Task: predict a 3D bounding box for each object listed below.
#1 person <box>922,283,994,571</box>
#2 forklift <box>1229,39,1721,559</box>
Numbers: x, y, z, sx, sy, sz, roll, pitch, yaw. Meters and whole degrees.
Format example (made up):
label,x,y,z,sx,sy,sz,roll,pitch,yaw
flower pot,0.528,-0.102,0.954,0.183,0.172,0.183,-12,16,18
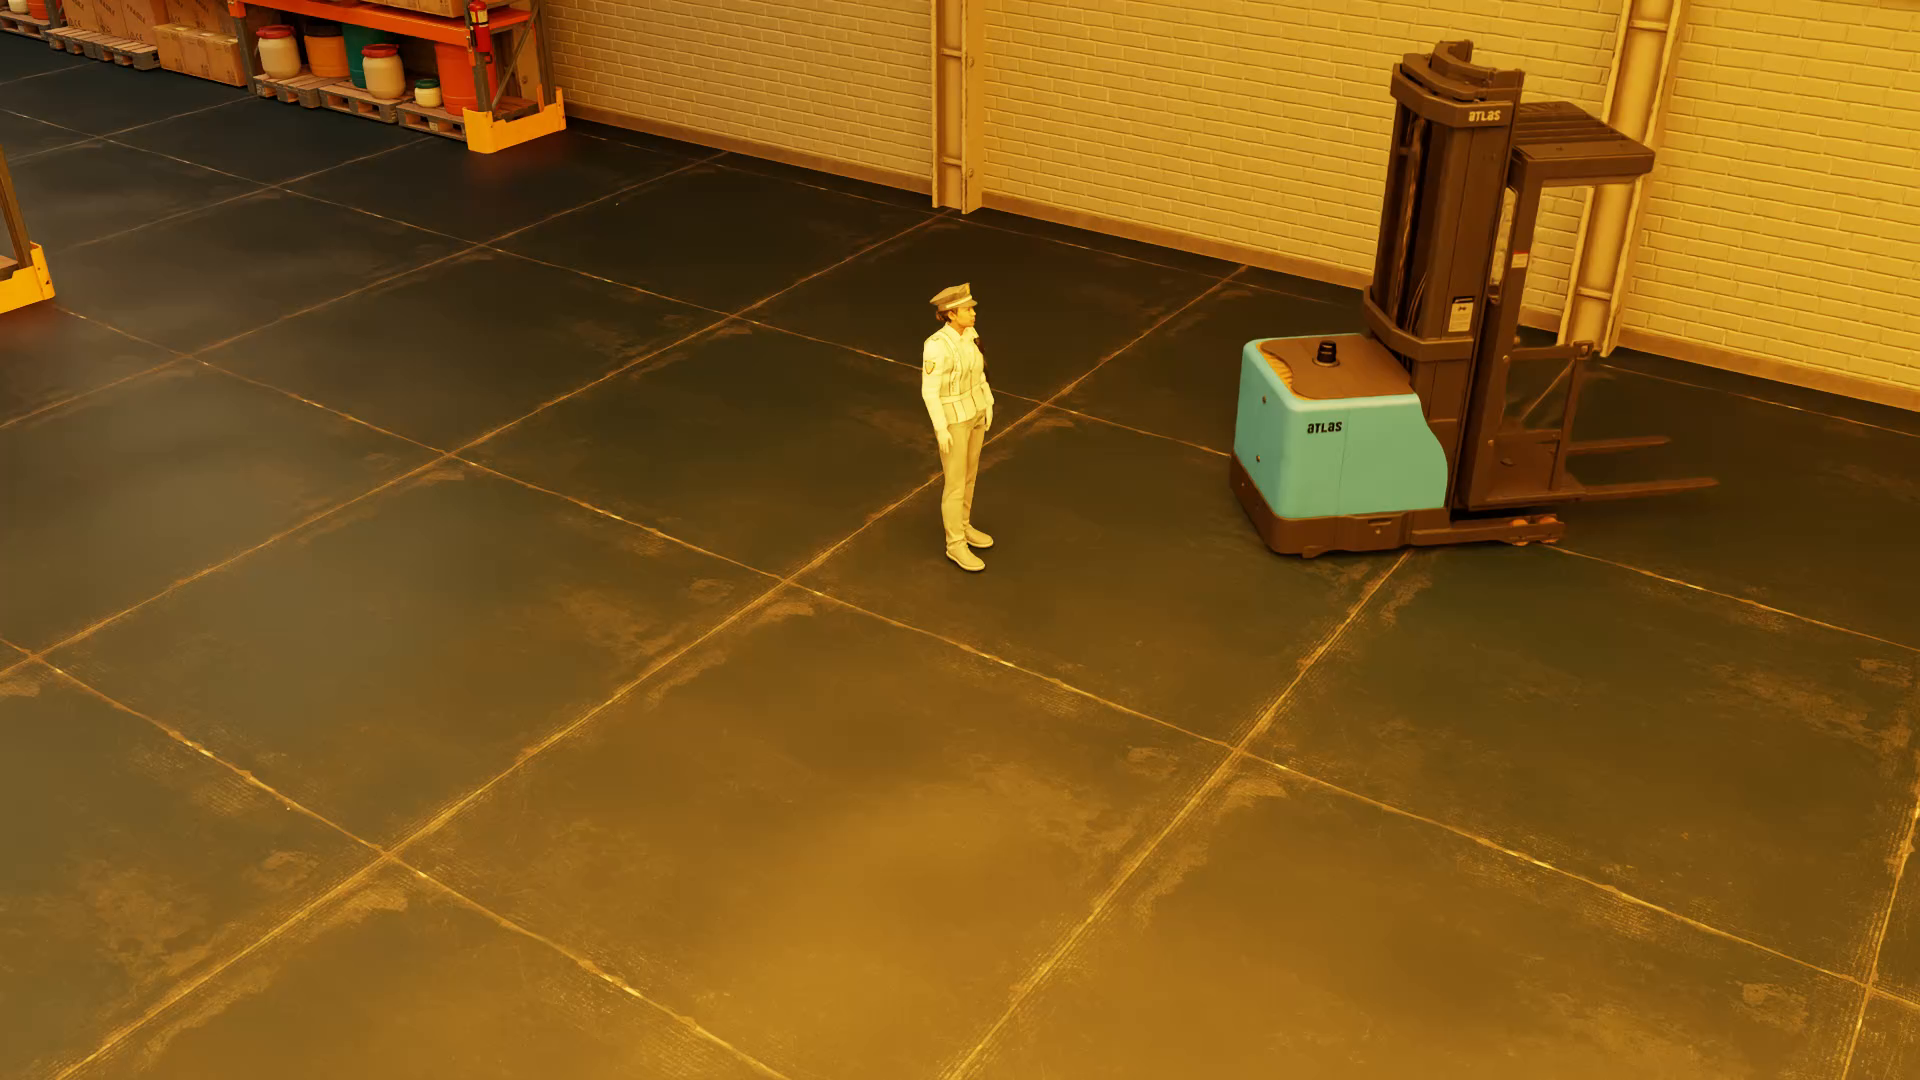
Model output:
label,x,y,z,sx,sy,sz,roll,pitch,yaw
person,0.052,-0.718,10.034,0.534,1.696,0.587,19,35,29
forklift,3.343,-1.487,10.143,3.031,2.935,1.130,-4,30,-8
